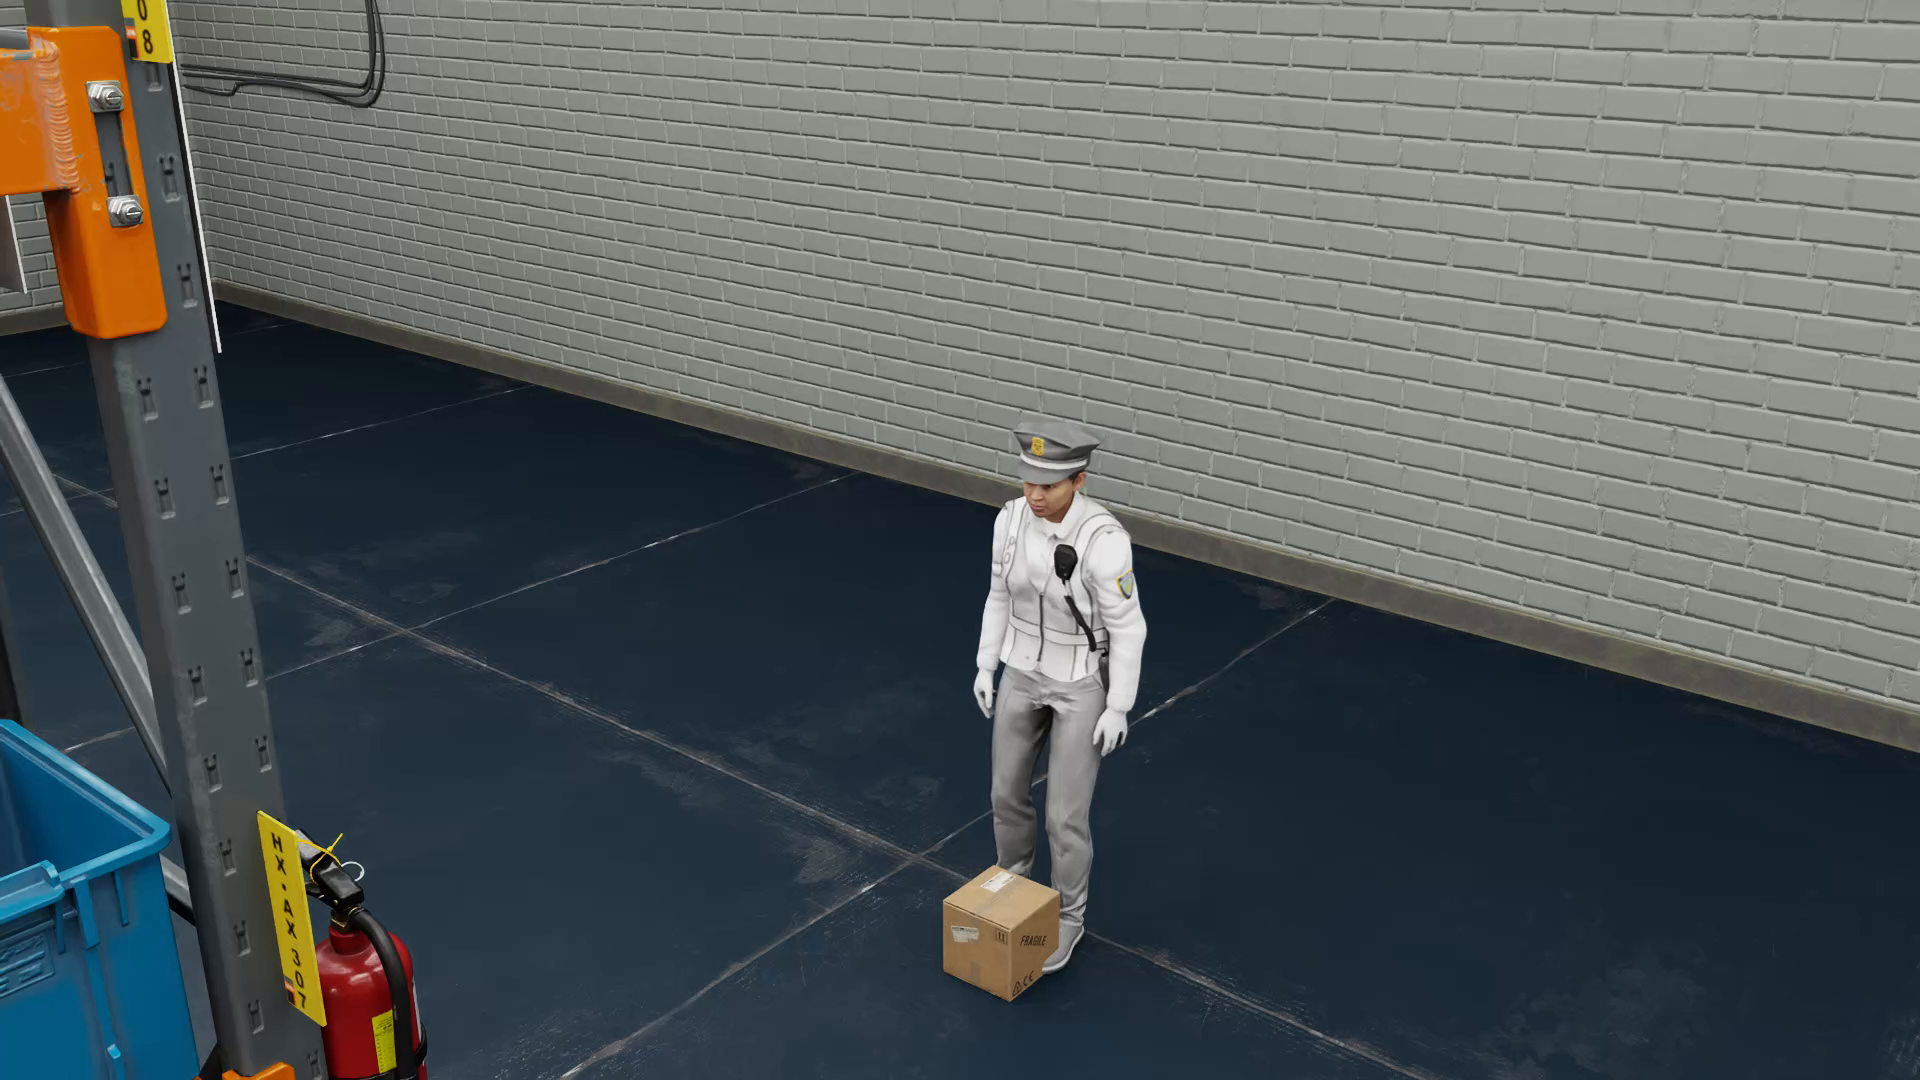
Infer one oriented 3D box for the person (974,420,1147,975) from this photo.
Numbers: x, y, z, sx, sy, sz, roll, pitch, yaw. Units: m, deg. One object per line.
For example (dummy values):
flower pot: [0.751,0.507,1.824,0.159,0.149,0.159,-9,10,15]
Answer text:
person: [0.263,0.446,4.870,0.539,1.661,0.415,14,25,33]
